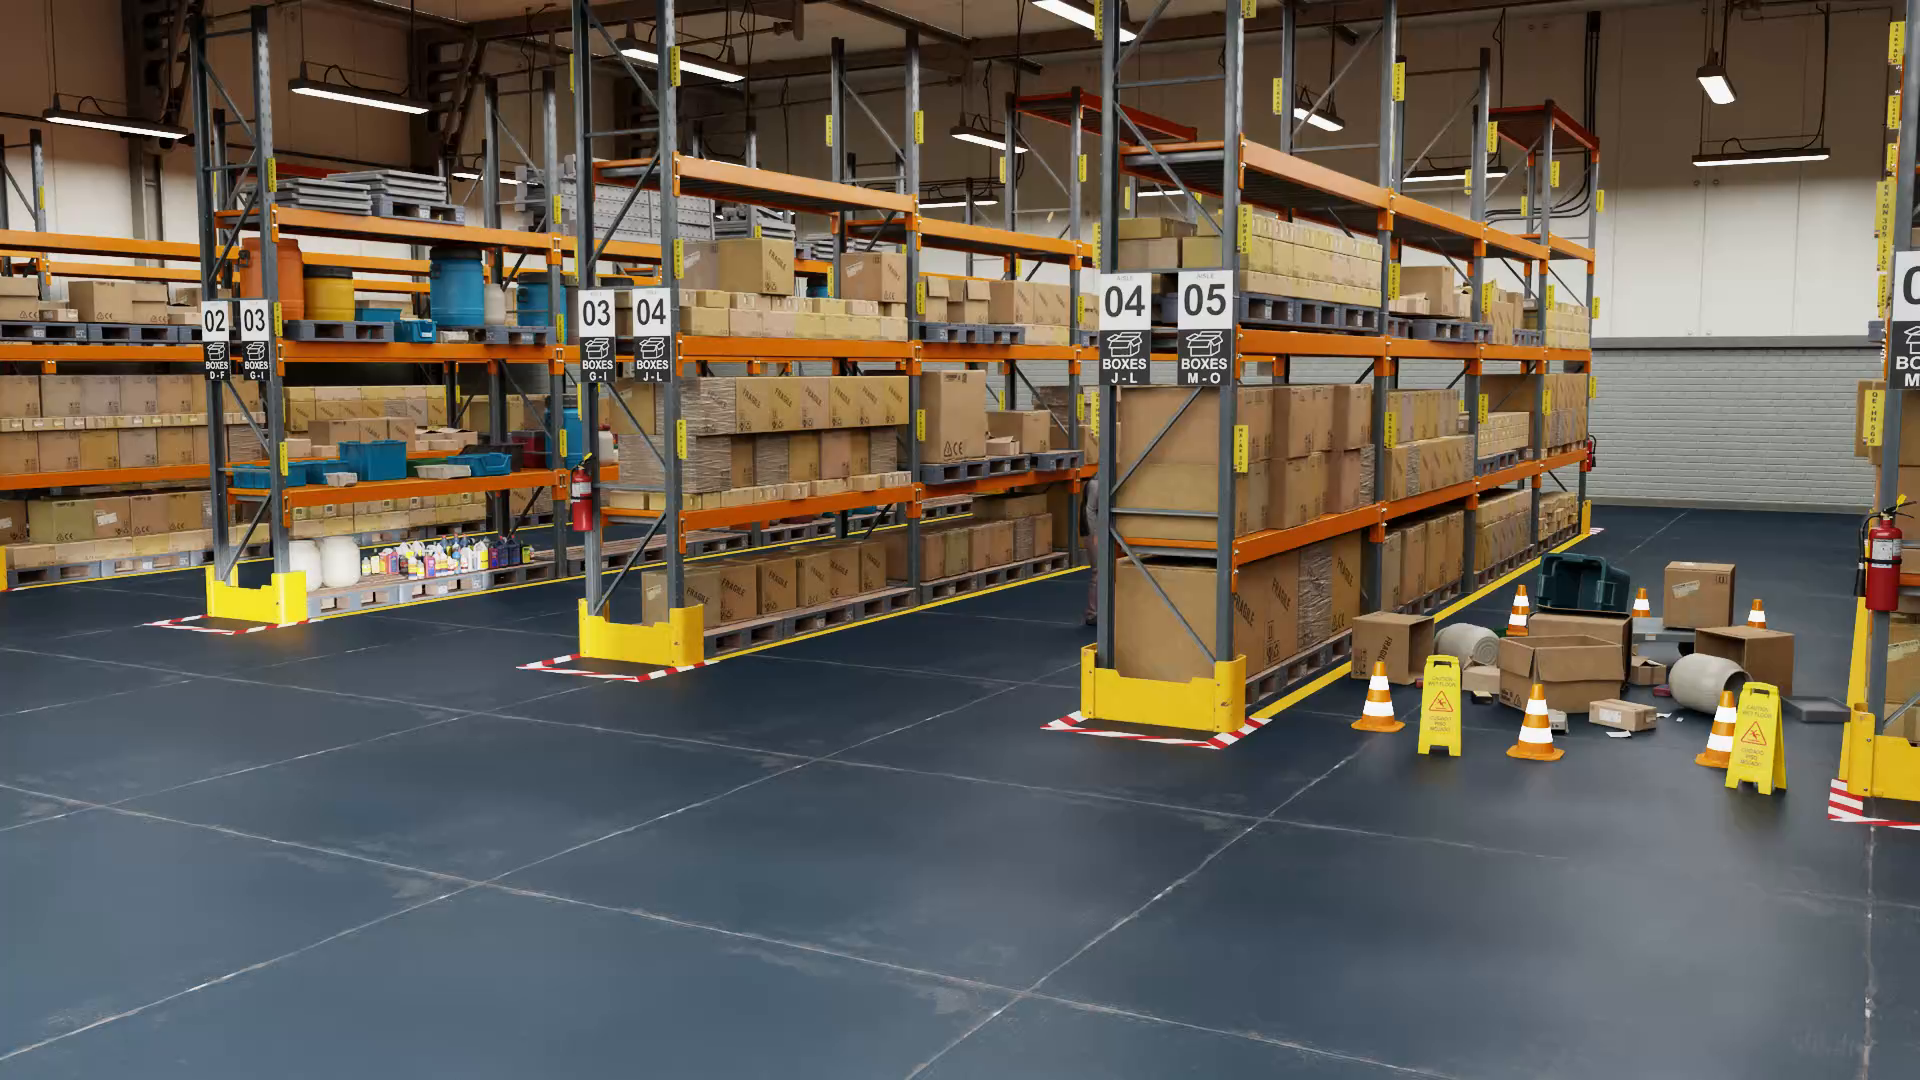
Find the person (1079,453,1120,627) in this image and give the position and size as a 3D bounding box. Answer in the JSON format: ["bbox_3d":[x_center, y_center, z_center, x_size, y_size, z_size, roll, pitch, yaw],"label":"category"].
[{"bbox_3d":[1.406,-0.027,16.500,0.416,1.722,0.580,3,7,29],"label":"person"}]
